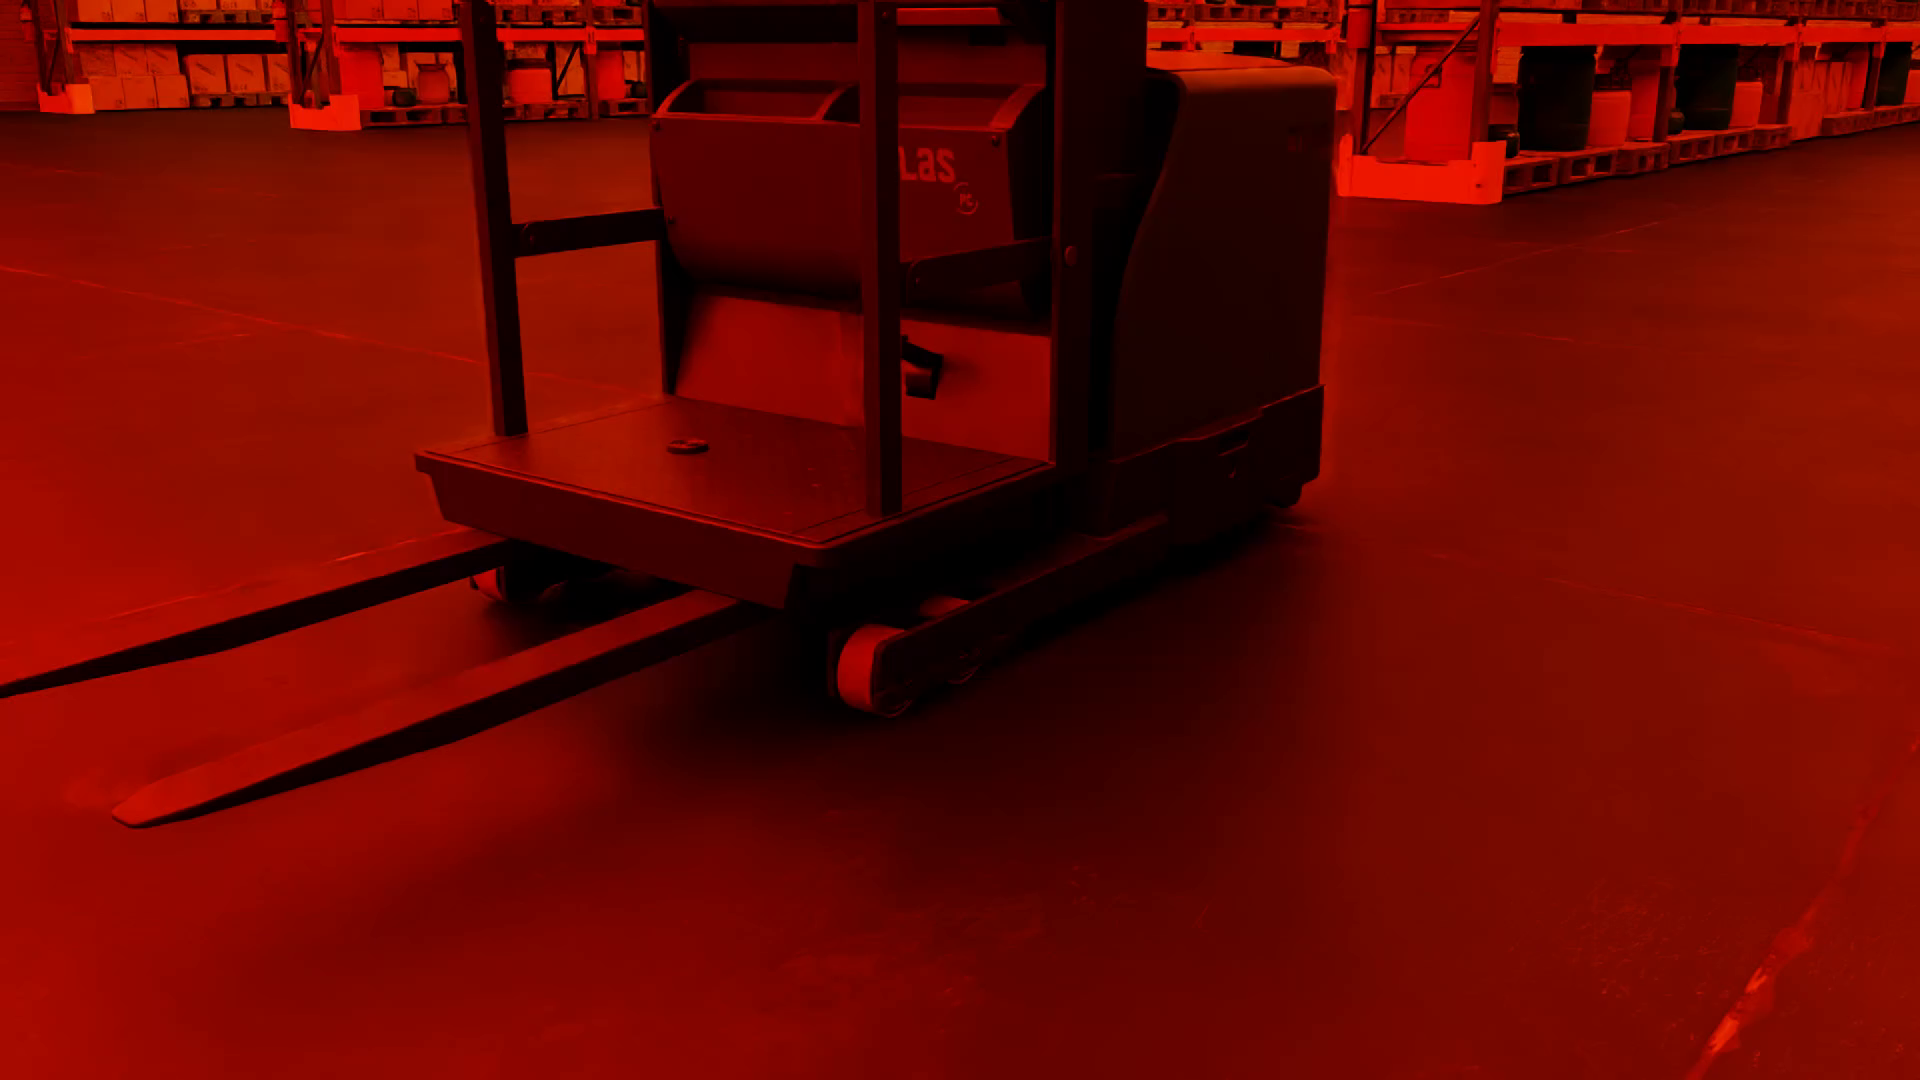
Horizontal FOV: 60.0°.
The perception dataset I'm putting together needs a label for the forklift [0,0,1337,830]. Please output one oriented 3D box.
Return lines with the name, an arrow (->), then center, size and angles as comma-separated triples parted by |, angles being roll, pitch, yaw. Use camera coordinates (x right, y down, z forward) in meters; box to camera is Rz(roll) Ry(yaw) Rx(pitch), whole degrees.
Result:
forklift -> -0.368, -1.251, 3.016 | 1.130, 2.935, 3.031 | 12, 21, 35
